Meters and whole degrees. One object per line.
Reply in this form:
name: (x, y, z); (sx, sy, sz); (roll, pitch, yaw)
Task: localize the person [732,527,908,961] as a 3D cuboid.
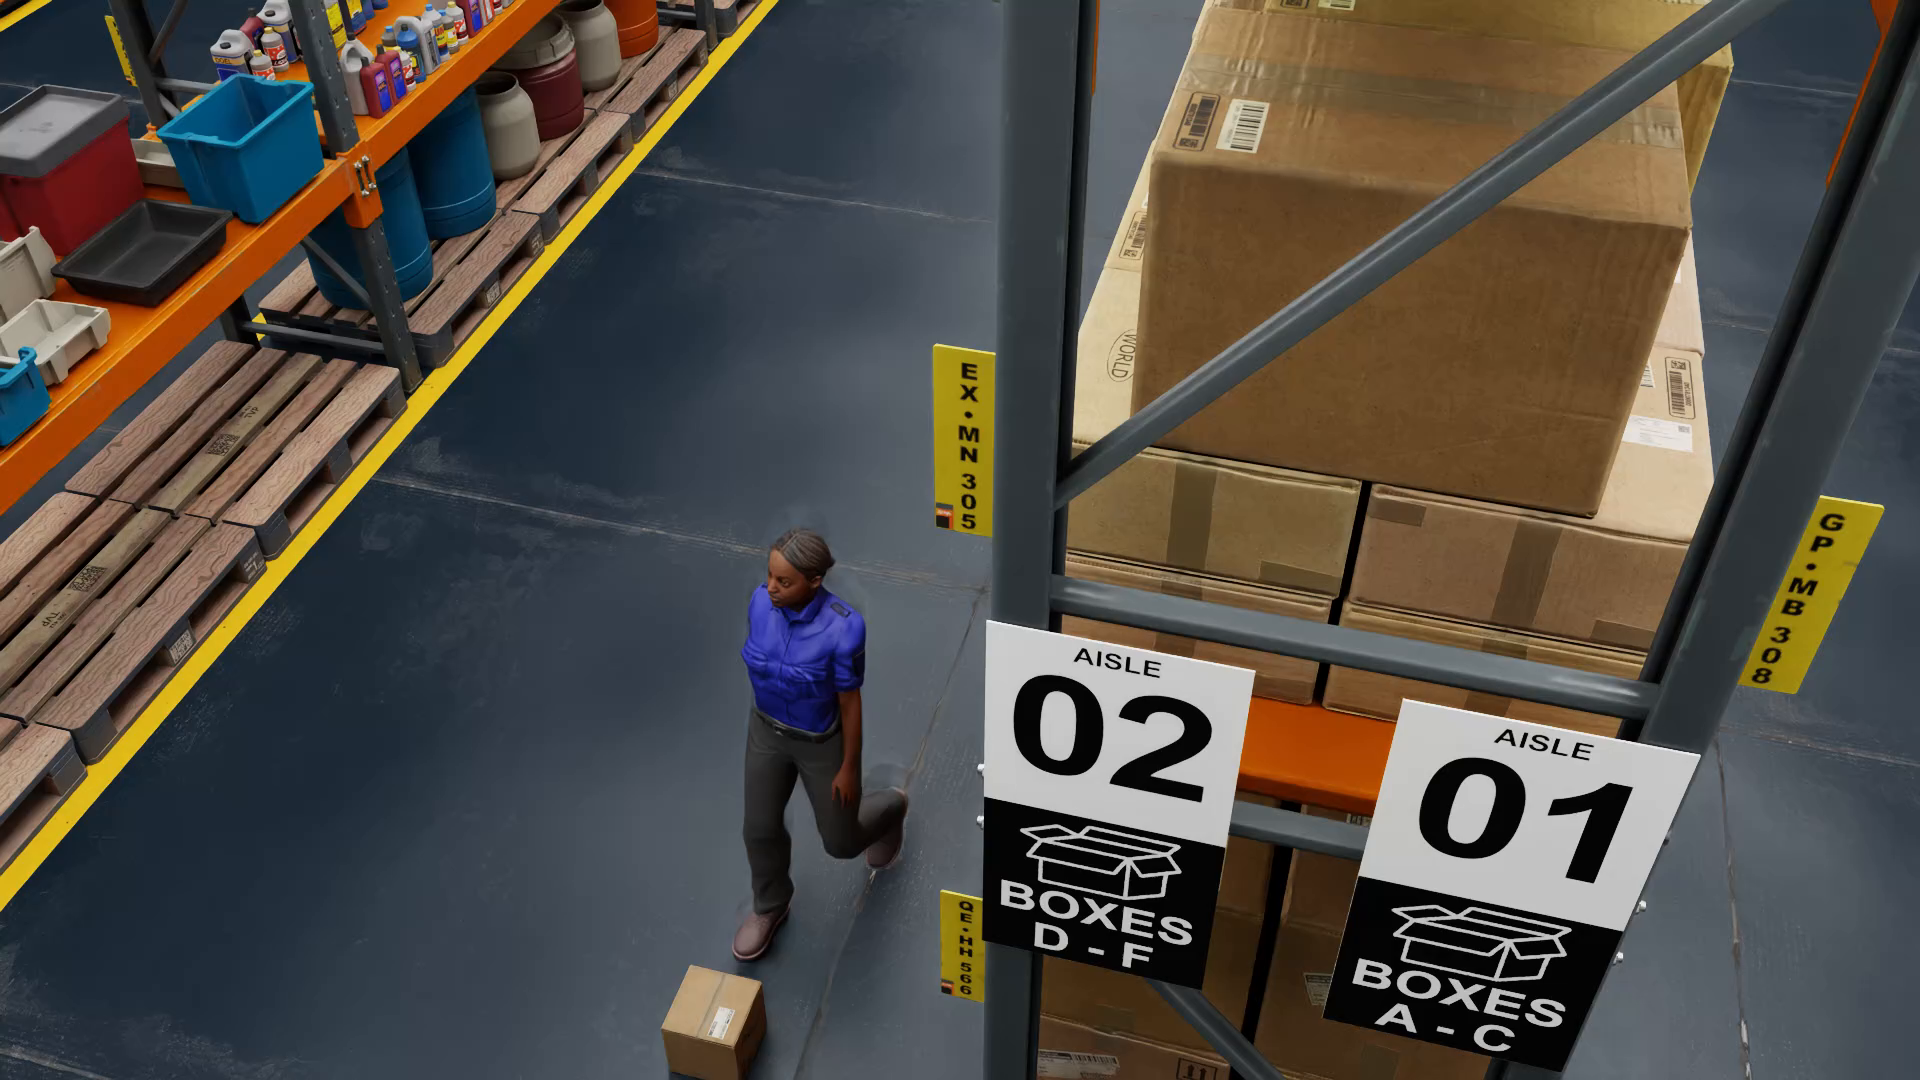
person: (-0.509, 0.646, 5.400); (0.458, 1.625, 0.755); (18, 44, 20)
